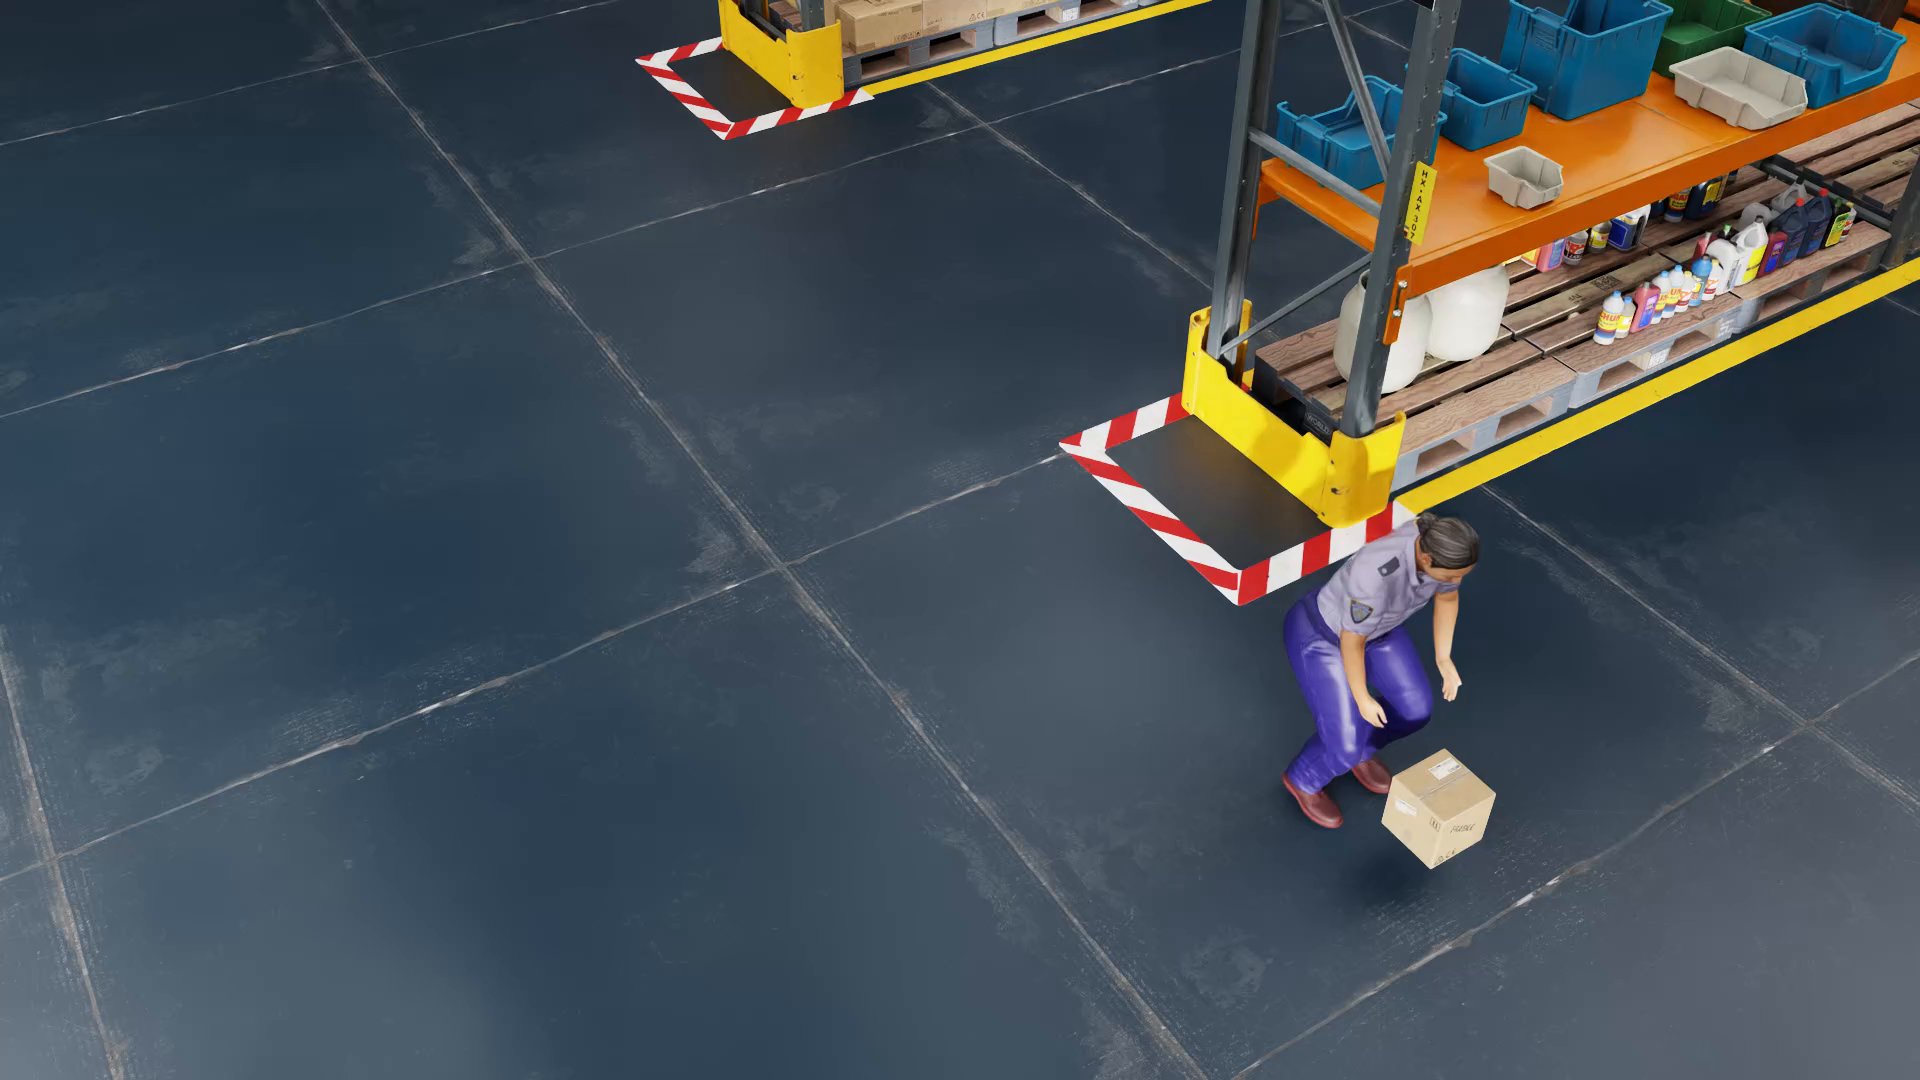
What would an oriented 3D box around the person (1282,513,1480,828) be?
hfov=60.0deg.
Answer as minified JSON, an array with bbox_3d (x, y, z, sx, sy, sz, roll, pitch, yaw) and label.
[{"bbox_3d":[1.471,0.385,5.890,0.530,1.446,0.593,-22,46,-24],"label":"person"}]
